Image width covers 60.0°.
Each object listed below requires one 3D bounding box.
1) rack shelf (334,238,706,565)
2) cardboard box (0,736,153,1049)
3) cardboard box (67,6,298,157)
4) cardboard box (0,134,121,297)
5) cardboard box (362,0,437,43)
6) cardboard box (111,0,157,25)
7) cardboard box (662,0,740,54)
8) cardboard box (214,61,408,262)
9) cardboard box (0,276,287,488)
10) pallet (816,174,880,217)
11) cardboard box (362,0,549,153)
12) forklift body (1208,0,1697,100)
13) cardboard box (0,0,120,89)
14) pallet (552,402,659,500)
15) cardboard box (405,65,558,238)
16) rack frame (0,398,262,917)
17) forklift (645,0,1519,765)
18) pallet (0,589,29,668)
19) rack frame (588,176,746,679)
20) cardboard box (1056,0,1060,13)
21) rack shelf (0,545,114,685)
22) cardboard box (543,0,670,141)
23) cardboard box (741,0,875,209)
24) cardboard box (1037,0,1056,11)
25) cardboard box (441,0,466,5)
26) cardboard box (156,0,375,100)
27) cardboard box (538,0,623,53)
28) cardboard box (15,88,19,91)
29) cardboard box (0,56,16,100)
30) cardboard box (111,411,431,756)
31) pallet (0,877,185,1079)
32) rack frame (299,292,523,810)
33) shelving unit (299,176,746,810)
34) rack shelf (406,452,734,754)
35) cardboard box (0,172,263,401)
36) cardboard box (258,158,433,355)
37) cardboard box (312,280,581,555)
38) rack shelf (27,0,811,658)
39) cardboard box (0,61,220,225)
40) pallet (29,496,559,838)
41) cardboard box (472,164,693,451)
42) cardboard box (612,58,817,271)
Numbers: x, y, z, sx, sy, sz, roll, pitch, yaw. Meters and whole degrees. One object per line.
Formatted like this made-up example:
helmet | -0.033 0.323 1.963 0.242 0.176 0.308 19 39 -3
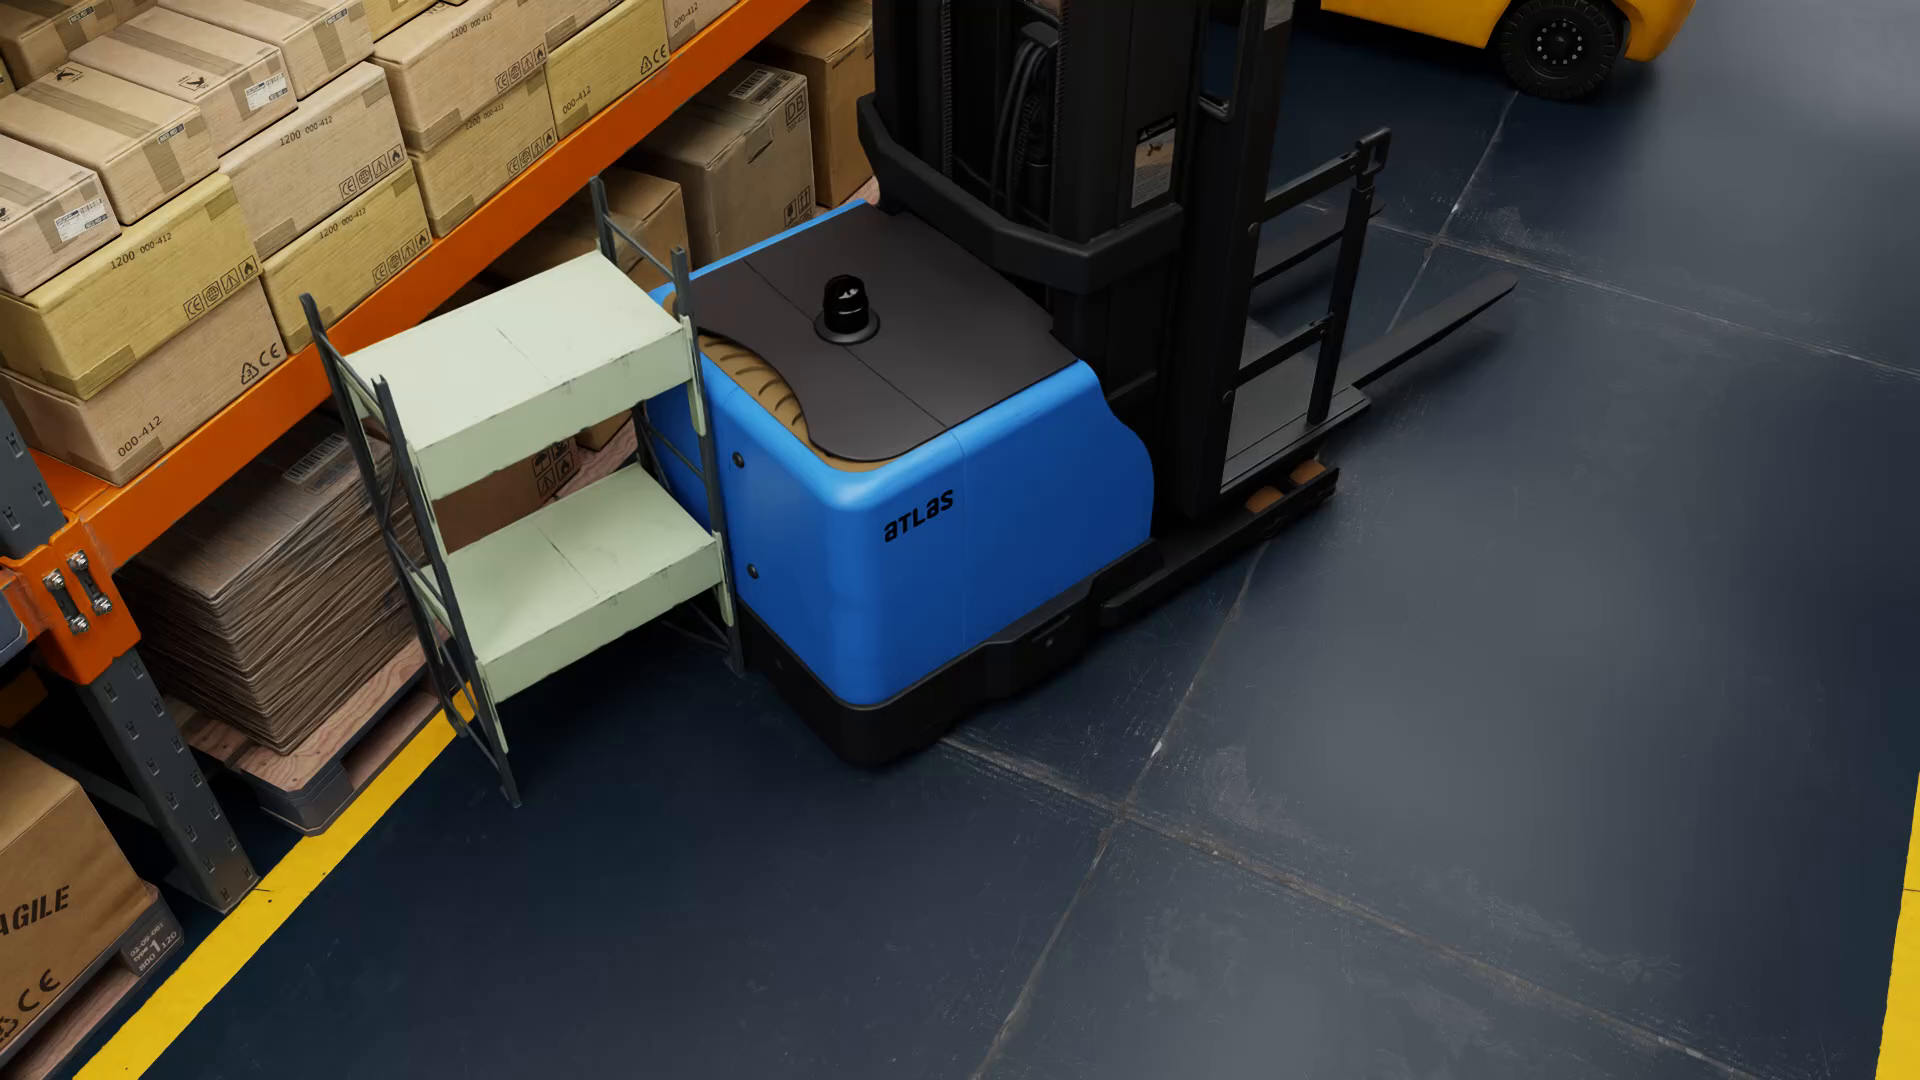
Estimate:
rack shelf | -1.044 -0.347 3.989 0.720 0.370 0.431 -30 52 -26
cardboard box | -2.311 0.782 3.830 0.500 0.500 0.500 22 49 20
cardboard box | -1.677 -0.992 3.595 0.380 0.149 0.250 22 49 20
cardboard box | -1.896 -0.653 3.260 0.380 0.149 0.250 22 49 20
cardboard box | -1.477 -1.329 3.928 0.380 0.149 0.250 21 49 19
cardboard box | -2.084 -1.344 3.943 0.380 0.149 0.250 20 49 18
cardboard box | -0.937 -1.729 4.955 0.500 0.250 0.500 21 49 19
cardboard box | -1.649 -0.923 3.808 0.500 0.250 0.500 22 49 20
cardboard box | -1.883 -0.433 3.674 0.500 0.250 0.500 21 49 19
pallet | -0.756 -1.349 6.435 1.003 0.211 1.213 20 49 19
cardboard box | -1.390 -1.247 4.128 0.500 0.250 0.500 19 48 18
forklift body | 2.144 -3.231 6.931 2.313 2.155 1.214 20 49 19
cardboard box | -2.137 -1.166 3.767 0.380 0.149 0.250 20 49 19
pallet | -1.321 -0.578 5.672 1.003 0.211 1.213 20 49 19
cardboard box | -1.412 -1.075 4.309 0.500 0.250 0.500 19 48 18
rack frame | -2.305 -0.286 3.424 1.000 3.000 0.127 20 49 19
forklift | 0.580 -1.300 4.475 3.031 2.935 1.130 -30 52 -26
pallet | -2.558 0.231 3.047 1.213 0.211 1.003 20 49 19
rack frame | -0.760 -0.236 4.429 0.023 1.500 0.400 -30 52 -26
cardboard box | 0.292 -2.508 7.258 0.500 0.250 0.500 19 48 18
rack shelf | -3.234 1.226 2.435 1.077 0.370 4.000 20 49 19
cardboard box | -1.170 -1.401 4.631 0.500 0.250 0.500 22 49 20
cardboard box | -0.681 -1.787 6.281 0.875 0.625 0.625 23 50 21
cardboard box | 0.070 -2.183 6.936 0.500 0.250 0.500 21 49 19
cardboard box | -1.306 -1.470 4.067 0.380 0.149 0.250 21 49 20
cardboard box | -1.567 -1.161 3.762 0.380 0.149 0.250 21 49 19
cardboard box | -1.176 -1.577 4.454 0.500 0.250 0.500 21 49 20
cardboard box | -2.107 -1.107 3.989 0.500 0.250 0.500 21 49 19
cardboard box | -2.311 -1.023 3.626 0.380 0.149 0.250 22 49 20
cardboard box | -2.003 0.012 4.503 0.875 0.625 0.625 22 49 20
pallet | -2.685 1.152 3.963 1.003 0.211 1.213 20 49 19
rack frame | -1.328 0.092 4.104 0.023 1.500 0.400 -30 52 -26
shelving unit | -1.044 -0.072 4.267 0.755 1.500 0.431 -30 52 -26
rack shelf | -1.044 0.157 4.498 0.720 0.370 0.431 -30 52 -26
cardboard box | -1.861 -0.600 3.488 0.500 0.250 0.500 20 49 19
cardboard box | -1.645 -0.748 3.986 0.500 0.250 0.500 19 48 18
cardboard box | -1.707 -0.402 4.913 0.875 0.625 0.625 22 49 20
rack shelf | -1.377 -1.294 4.925 1.077 0.370 4.000 20 49 19
cardboard box | -1.773 -0.822 3.427 0.380 0.149 0.250 21 49 20
pallet | -1.888 0.188 4.916 1.003 0.211 1.213 20 49 19
cardboard box | -1.395 -0.826 5.332 0.875 0.625 0.625 19 48 17
cardboard box | -1.048 -1.301 5.801 0.875 0.625 0.625 20 49 19
